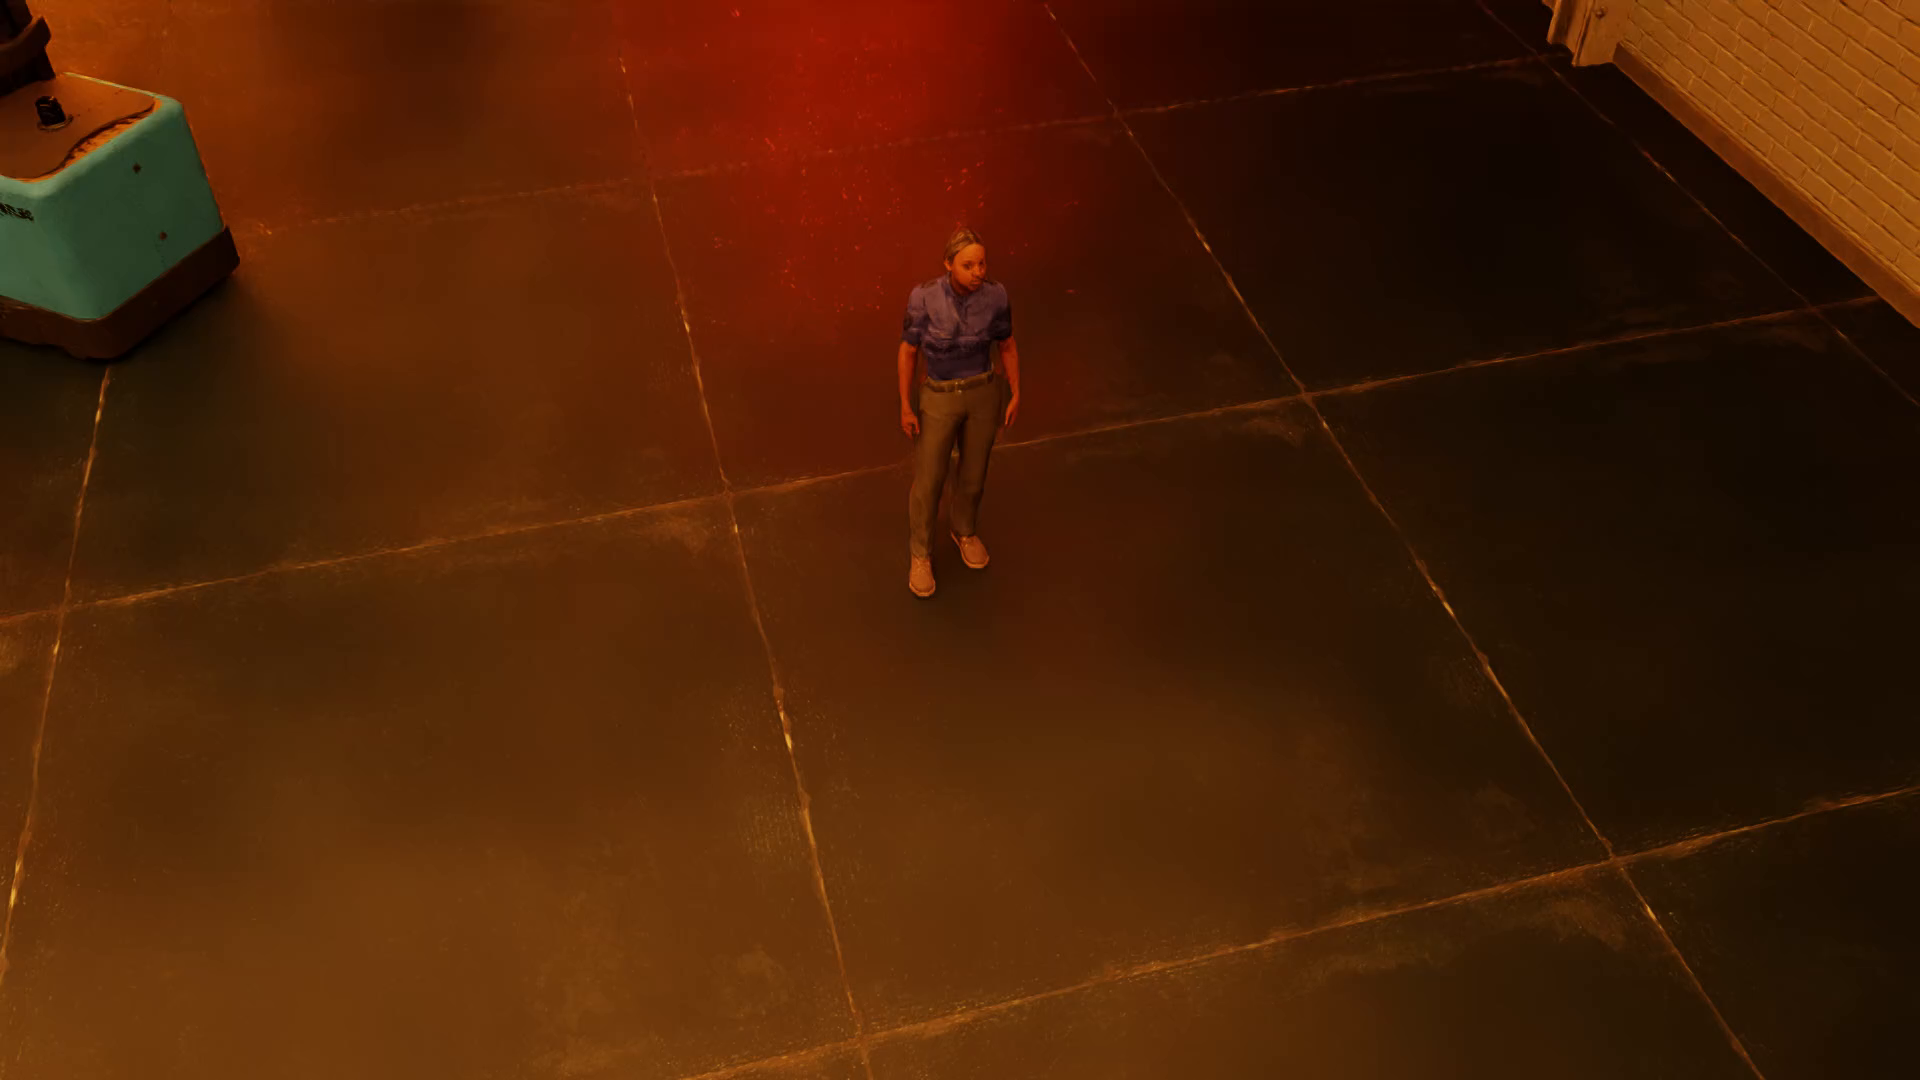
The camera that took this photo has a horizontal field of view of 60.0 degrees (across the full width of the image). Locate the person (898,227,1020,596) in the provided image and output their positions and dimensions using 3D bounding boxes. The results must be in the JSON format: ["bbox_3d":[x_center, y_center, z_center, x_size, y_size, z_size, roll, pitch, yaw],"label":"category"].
[{"bbox_3d":[0.004,-0.545,7.141,0.570,1.654,0.503,-10,44,-11],"label":"person"}]

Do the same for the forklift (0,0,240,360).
[{"bbox_3d":[-5.602,-2.673,8.473,3.031,2.935,1.130,16,46,16],"label":"forklift"}]
